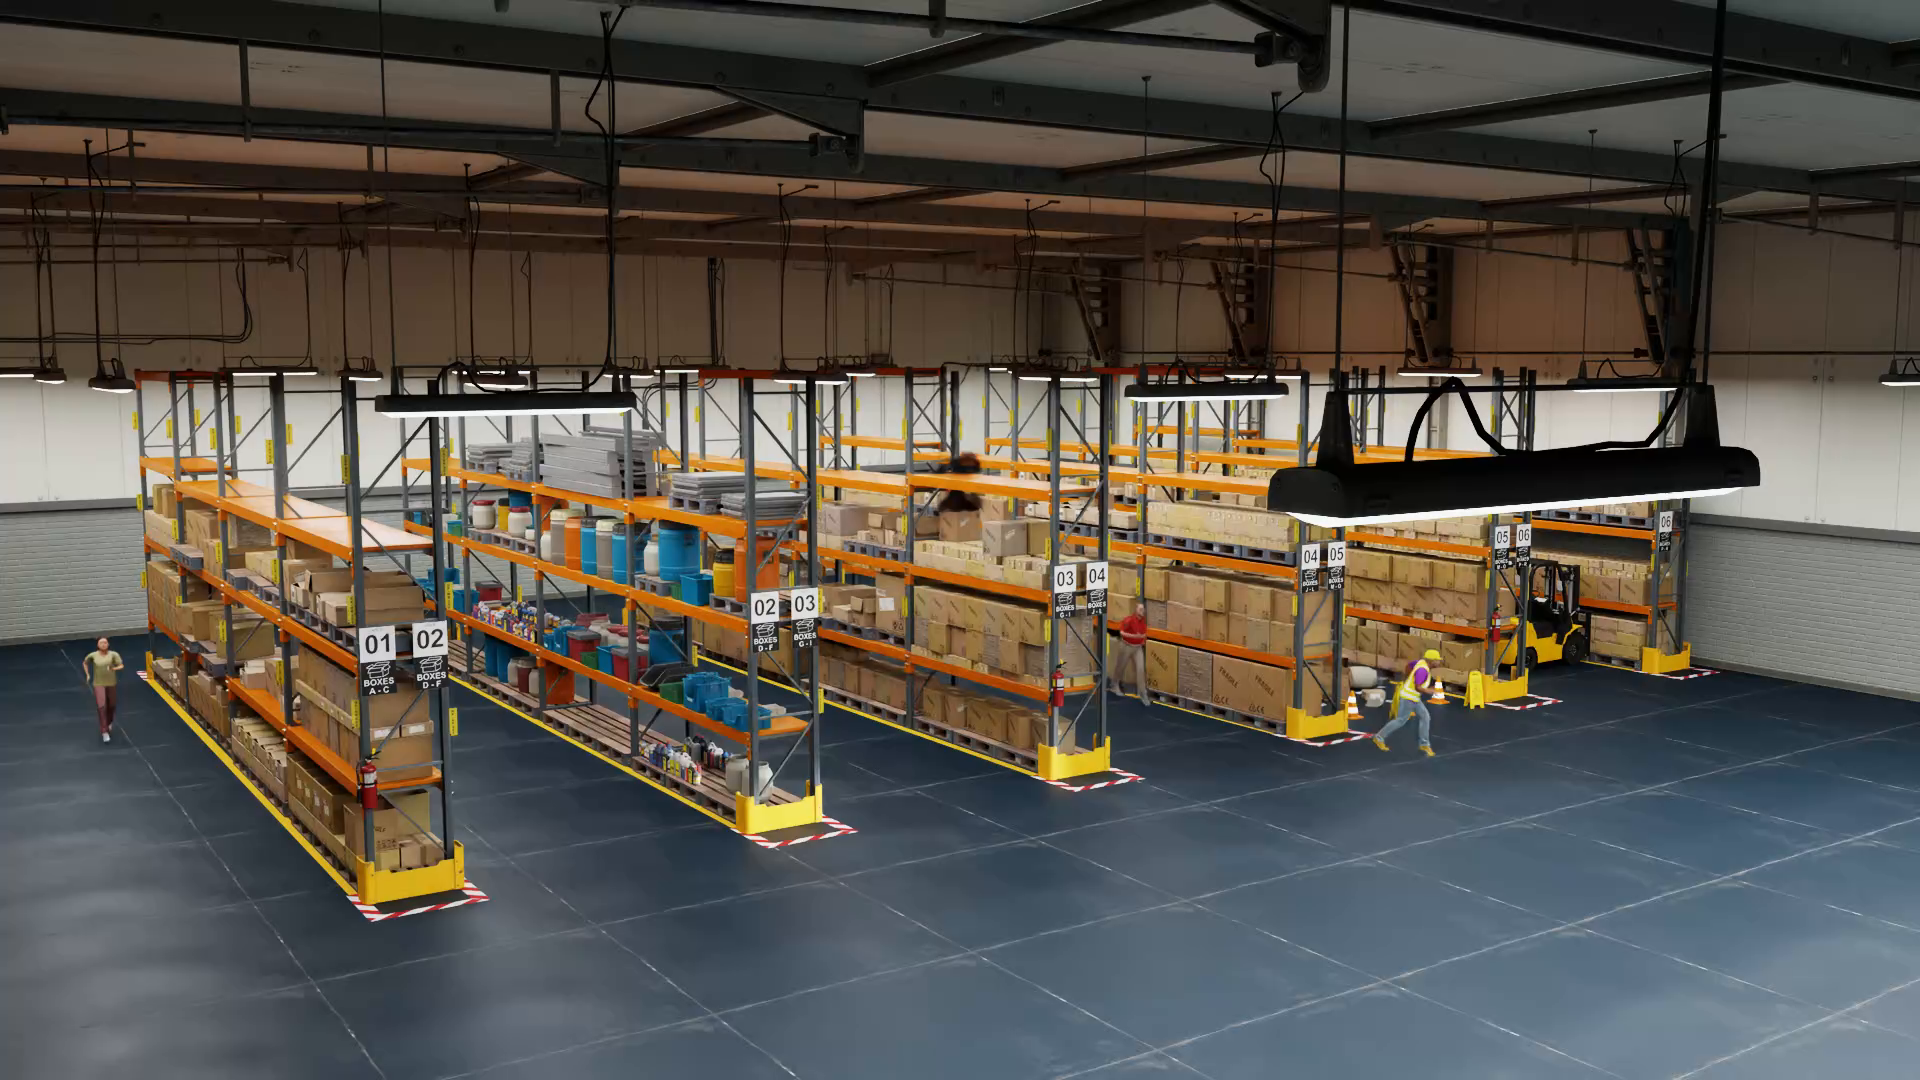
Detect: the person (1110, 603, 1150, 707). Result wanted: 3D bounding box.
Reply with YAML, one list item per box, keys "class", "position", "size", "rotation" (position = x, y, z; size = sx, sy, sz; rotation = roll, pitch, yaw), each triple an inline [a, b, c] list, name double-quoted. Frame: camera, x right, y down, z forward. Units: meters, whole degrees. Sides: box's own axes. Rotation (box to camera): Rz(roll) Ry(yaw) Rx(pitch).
- class: "person"
  position: [2.977, 1.964, 29.134]
  size: [0.657, 1.797, 0.949]
  rotation: [-4, 8, -31]

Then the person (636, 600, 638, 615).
- class: "person"
  position: [-7.569, 1.017, 39.543]
  size: [0.768, 1.795, 0.699]
  rotation: [0, 6, -3]

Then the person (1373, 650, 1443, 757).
- class: "person"
  position: [7.052, 2.556, 26.212]
  size: [1.038, 1.712, 0.749]
  rotation: [2, 7, 14]

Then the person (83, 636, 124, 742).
- class: "person"
  position: [-14.035, 2.398, 27.307]
  size: [0.568, 1.678, 0.940]
  rotation: [-4, 8, -35]
